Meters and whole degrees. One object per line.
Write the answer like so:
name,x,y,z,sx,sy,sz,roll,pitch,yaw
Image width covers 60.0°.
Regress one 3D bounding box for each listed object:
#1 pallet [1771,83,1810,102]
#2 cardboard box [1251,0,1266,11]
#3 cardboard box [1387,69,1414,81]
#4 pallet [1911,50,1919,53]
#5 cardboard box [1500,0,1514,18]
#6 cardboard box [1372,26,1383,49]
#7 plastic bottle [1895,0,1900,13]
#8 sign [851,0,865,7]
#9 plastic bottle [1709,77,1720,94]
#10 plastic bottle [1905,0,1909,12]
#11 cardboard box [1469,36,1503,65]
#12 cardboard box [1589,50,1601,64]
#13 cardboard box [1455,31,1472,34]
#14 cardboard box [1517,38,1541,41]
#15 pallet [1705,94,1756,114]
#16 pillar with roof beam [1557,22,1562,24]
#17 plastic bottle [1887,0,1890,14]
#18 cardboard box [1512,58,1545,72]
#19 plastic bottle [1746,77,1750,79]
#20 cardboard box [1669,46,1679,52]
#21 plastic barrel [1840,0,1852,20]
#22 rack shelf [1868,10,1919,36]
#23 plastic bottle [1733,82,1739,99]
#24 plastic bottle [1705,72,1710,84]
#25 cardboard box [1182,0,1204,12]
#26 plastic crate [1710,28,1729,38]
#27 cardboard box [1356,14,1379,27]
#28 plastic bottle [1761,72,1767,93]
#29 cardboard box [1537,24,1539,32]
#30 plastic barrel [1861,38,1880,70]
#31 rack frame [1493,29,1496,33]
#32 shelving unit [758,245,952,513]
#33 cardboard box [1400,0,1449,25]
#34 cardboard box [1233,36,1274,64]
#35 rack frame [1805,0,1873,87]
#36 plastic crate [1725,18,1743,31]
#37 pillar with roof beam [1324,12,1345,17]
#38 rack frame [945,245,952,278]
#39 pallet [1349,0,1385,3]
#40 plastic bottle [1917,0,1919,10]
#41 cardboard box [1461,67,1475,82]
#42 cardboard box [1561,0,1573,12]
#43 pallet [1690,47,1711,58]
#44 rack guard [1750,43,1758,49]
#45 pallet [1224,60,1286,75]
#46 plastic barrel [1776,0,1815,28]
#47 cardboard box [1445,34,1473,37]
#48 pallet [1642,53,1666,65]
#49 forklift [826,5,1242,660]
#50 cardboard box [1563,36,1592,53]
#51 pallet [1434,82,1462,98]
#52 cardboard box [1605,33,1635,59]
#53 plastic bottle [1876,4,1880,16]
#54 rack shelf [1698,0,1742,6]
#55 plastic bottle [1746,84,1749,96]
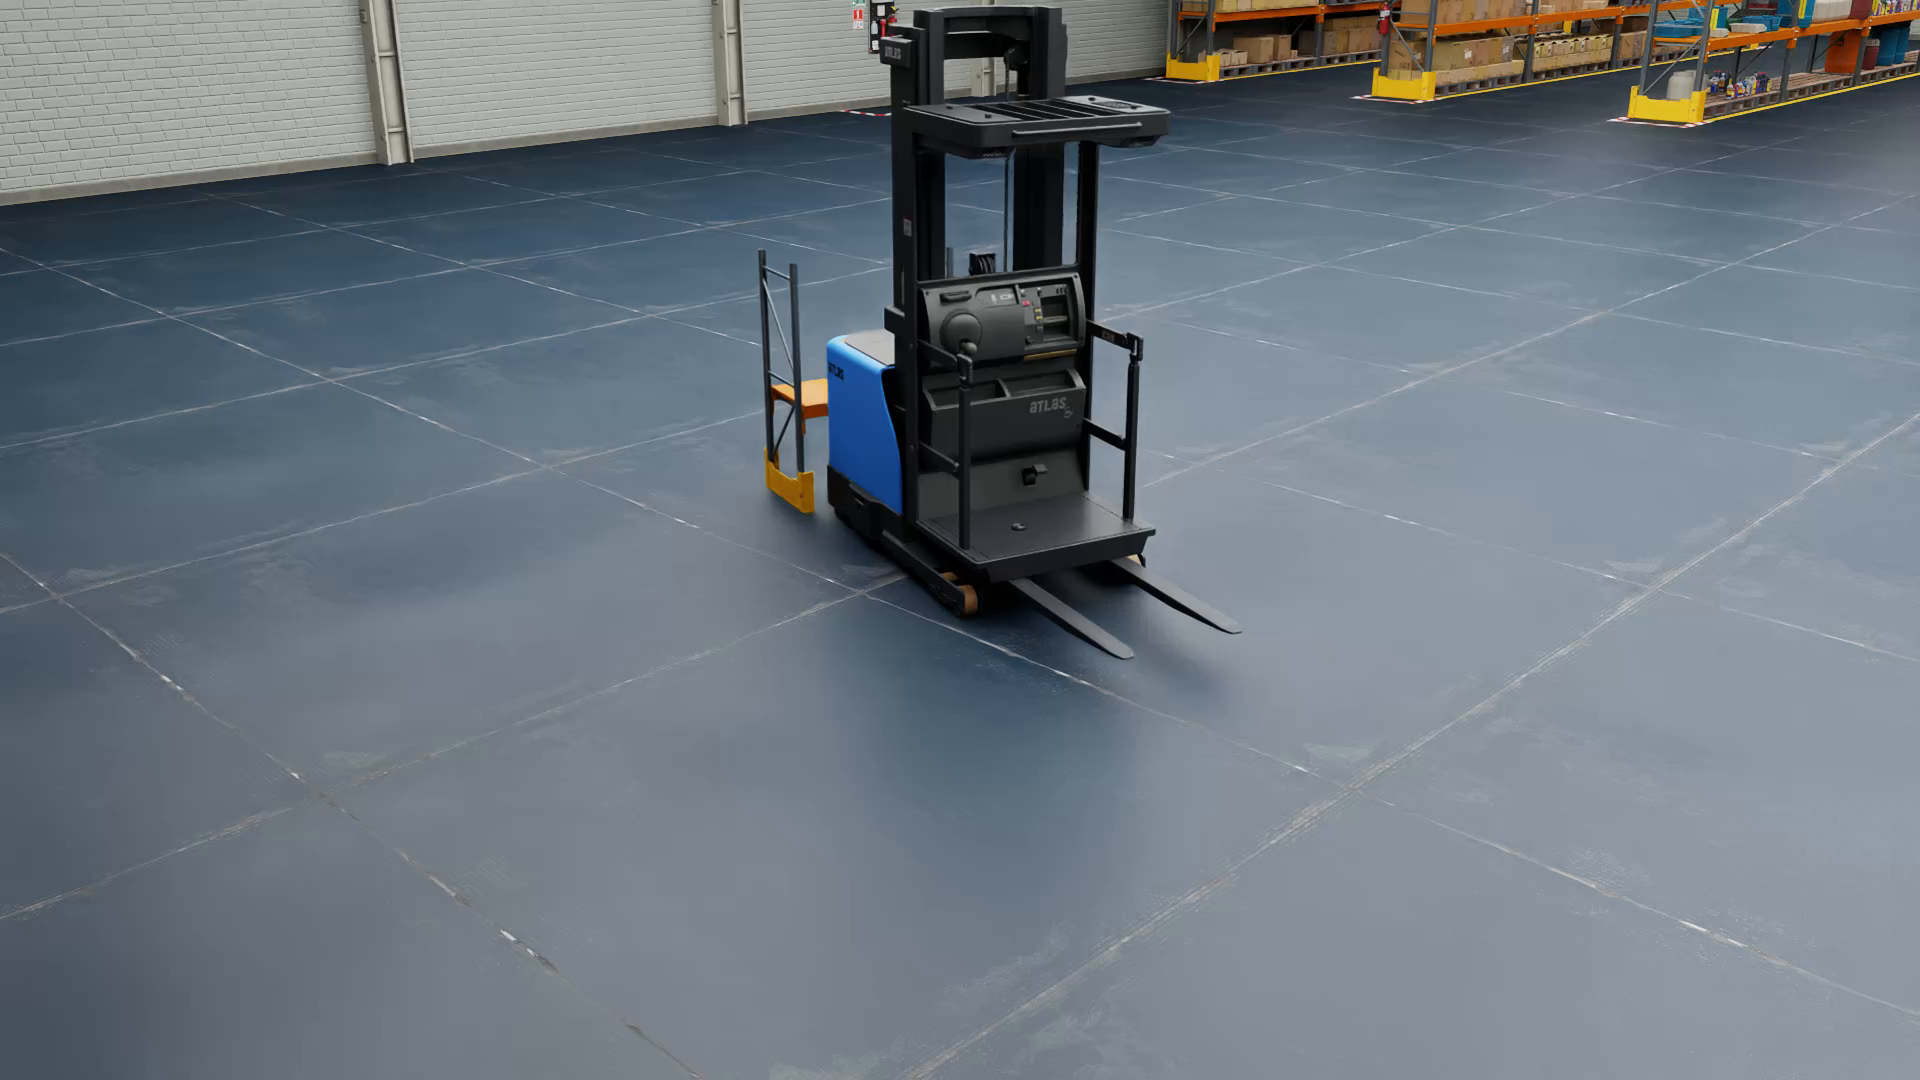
pallet,15.163,-8.400,31.136,1.003,0.211,1.213,19,28,41
cardboard box,6.034,-11.194,34.697,0.500,0.250,0.500,19,28,40
cardboard box,8.469,-8.827,31.607,0.500,0.250,0.500,19,28,41
pallet,22.412,-11.071,38.085,1.003,0.211,1.213,19,28,41
cardboard box,10.429,-10.525,32.637,0.700,0.500,0.500,19,28,40
cardboard box,9.428,-11.735,38.797,0.700,0.500,0.500,19,28,41
plastic bottle,19.049,-10.923,33.880,0.144,0.351,0.185,19,28,41
sign,-1.764,-9.317,28.845,0.001,0.109,0.331,19,28,41
plastic bottle,13.478,-8.132,29.735,0.152,0.276,0.135,19,28,41
plastic bottle,19.480,-11.049,34.312,0.152,0.276,0.135,19,28,41
cardboard box,10.227,-9.565,32.480,0.500,0.500,0.500,19,28,41
cardboard box,13.338,-10.342,35.548,0.500,0.250,0.500,19,28,40
cardboard box,12.148,-12.790,41.081,0.750,0.750,0.750,-19,28,-40
cardboard box,11.882,-10.344,34.772,0.500,0.311,0.500,19,28,40
pallet,13.294,-7.712,29.344,1.003,0.211,1.213,19,28,41
pillar with roof beam,20.265,-17.688,43.051,9.100,9.000,0.400,19,28,41
plastic bottle,18.645,-10.724,33.475,0.097,0.271,0.097,0,21,0
cardboard box,11.556,-9.685,33.839,0.500,0.250,0.500,18,28,39
plastic bottle,14.143,-8.168,29.828,0.152,0.276,0.135,19,28,41
cardboard box,16.188,-11.503,38.191,0.500,0.500,0.500,19,28,41
plastic barrel,16.869,-10.253,31.913,0.421,0.512,0.421,0,21,0
rack shelf,18.829,-10.697,34.227,1.077,0.370,4.000,19,28,41
plastic bottle,13.512,-7.841,28.968,0.133,0.283,0.061,-20,28,-41
plastic bottle,13.355,-8.198,29.801,0.144,0.351,0.185,19,28,40
cardboard box,4.942,-11.050,34.323,0.500,0.250,0.500,-20,28,-41
plastic crate,12.708,-8.489,27.846,0.298,0.136,0.250,19,28,41
cardboard box,9.428,-12.058,38.590,0.500,0.250,0.500,-20,28,-41
plastic bottle,14.401,-8.222,29.863,0.144,0.351,0.185,18,28,39
cardboard box,14.800,-13.621,43.730,0.700,0.500,0.500,18,27,39
plastic barrel,18.551,-10.009,34.211,0.600,0.588,0.708,19,28,41
rack frame,13.126,-14.026,41.886,1.000,3.000,0.127,19,28,41
shelving unit,-0.615,-1.047,10.207,1.083,1.500,0.587,-11,24,-27
cardboard box,8.641,-9.866,30.924,0.700,0.500,0.500,19,28,41
cardboard box,6.247,-10.458,35.474,0.700,0.500,0.500,17,27,37
rack frame,17.434,-10.519,32.760,1.000,3.000,0.127,19,28,41
plastic crate,13.494,-9.113,29.399,0.450,0.188,0.662,19,28,41
pillar with roof beam,11.893,-14.603,35.026,9.100,9.000,0.400,19,28,41
rack frame,-0.180,-1.135,10.436,0.032,1.500,0.500,-11,24,-27
pallet,8.984,-12.390,37.895,1.003,0.211,1.213,19,28,41
plastic bottle,20.052,-11.239,34.798,0.061,0.283,0.133,19,28,41
cardboard box,9.535,-8.956,31.941,0.500,0.250,0.500,19,28,41
cardboard box,12.361,-11.235,34.485,0.500,0.500,0.500,19,28,41
pallet,17.158,-11.662,39.622,1.003,0.211,1.213,19,28,41
rack guard,19.415,-12.629,41.736,1.175,0.500,0.348,19,28,41
pallet,6.251,-10.172,35.744,1.003,0.211,1.213,19,28,41
plastic barrel,15.130,-9.748,30.056,0.600,0.901,0.708,19,28,41
cardboard box,9.852,-9.696,32.821,0.500,0.500,0.500,19,28,41
pallet,15.286,-10.952,37.775,1.003,0.211,1.213,19,28,41
forklift,0.337,-1.157,8.498,1.130,2.935,3.031,-11,23,-26
cardboard box,12.986,-10.473,35.107,0.500,0.311,0.500,19,28,40
pallet,8.810,-8.608,31.677,1.003,0.211,1.213,19,28,41
cardboard box,14.410,-10.843,36.476,0.500,0.500,0.500,-19,28,-40
plastic bottle,18.229,-10.568,33.050,0.061,0.283,0.133,19,28,41
rack shelf,18.073,-12.966,40.130,1.077,0.370,4.000,19,28,41
plastic bottle,13.862,-7.942,29.343,0.097,0.201,0.097,0,21,0
